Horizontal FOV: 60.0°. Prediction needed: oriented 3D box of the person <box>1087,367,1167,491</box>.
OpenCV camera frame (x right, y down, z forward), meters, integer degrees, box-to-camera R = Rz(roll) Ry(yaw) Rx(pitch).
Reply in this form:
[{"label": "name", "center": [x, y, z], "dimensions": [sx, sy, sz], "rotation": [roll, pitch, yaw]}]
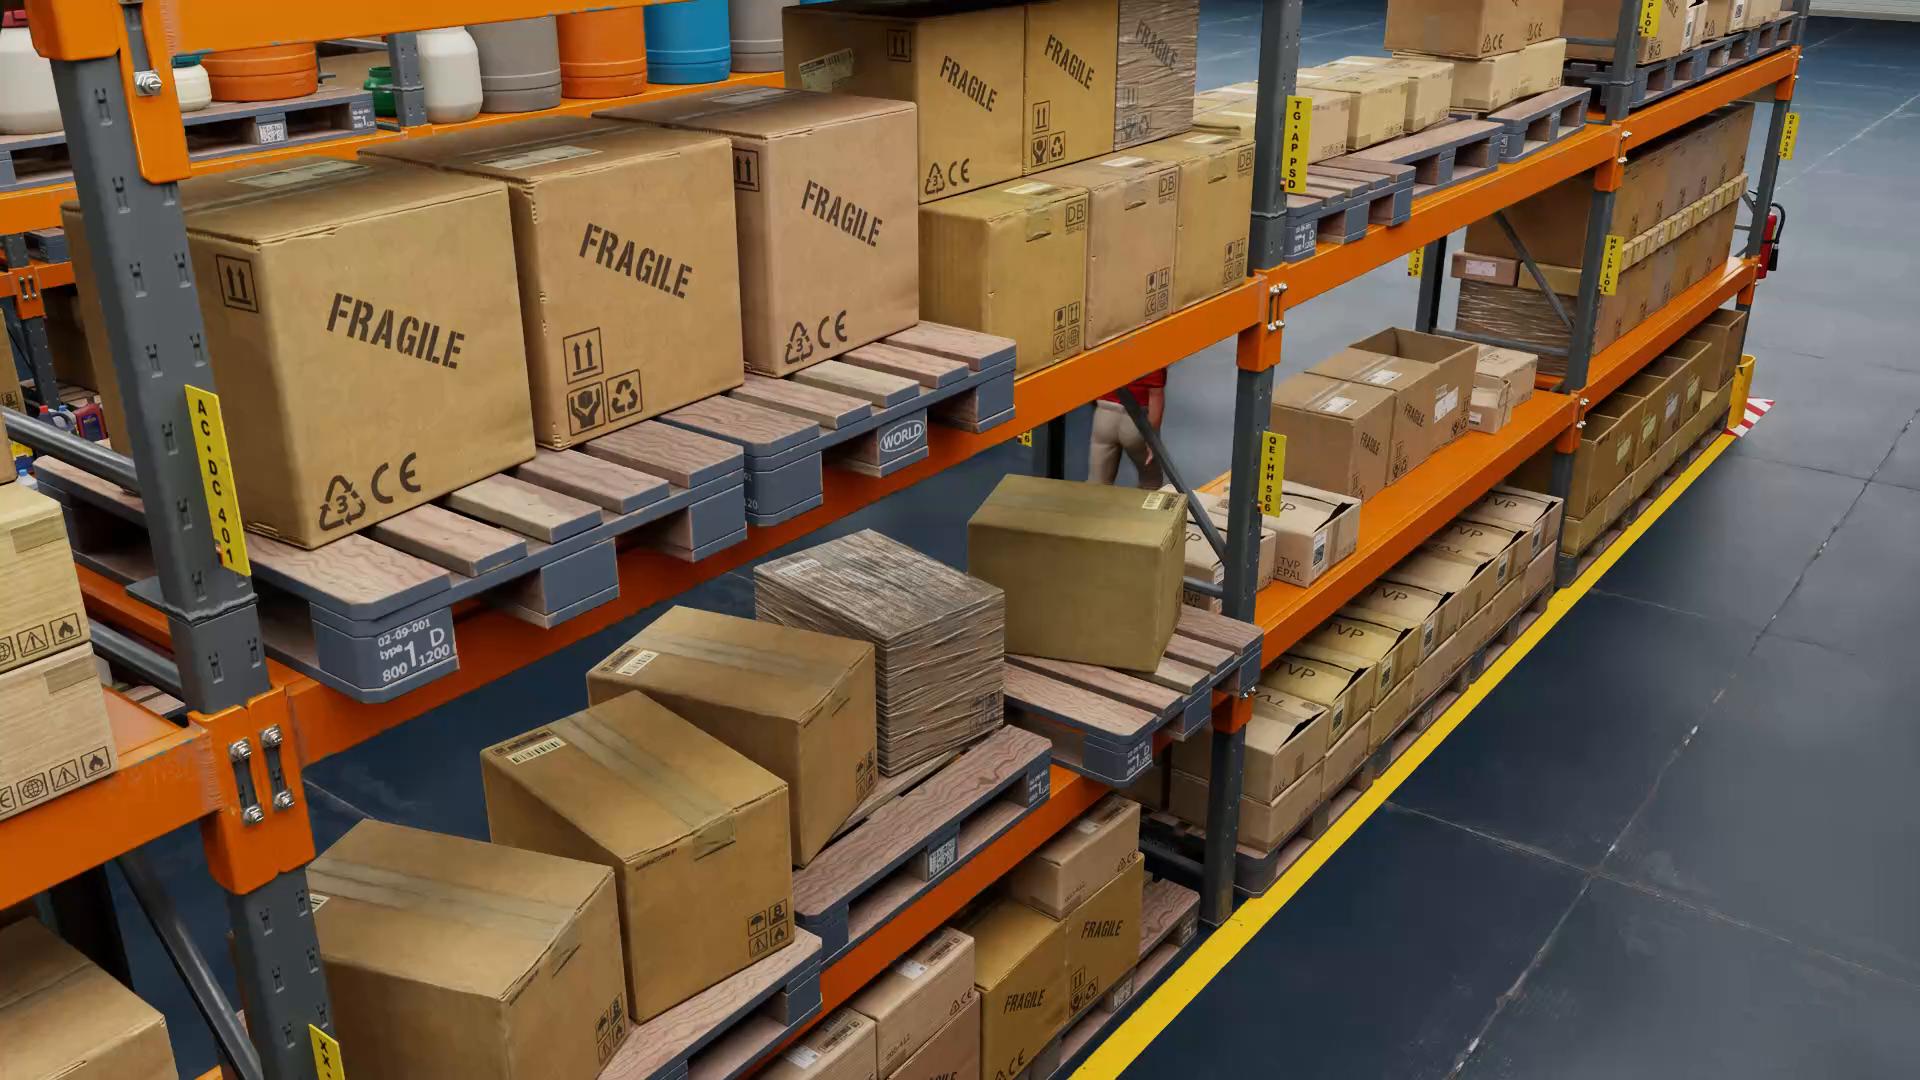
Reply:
[{"label": "person", "center": [1.028, -0.732, 10.298], "dimensions": [0.563, 1.663, 1.067], "rotation": [10, 25, 21]}]
